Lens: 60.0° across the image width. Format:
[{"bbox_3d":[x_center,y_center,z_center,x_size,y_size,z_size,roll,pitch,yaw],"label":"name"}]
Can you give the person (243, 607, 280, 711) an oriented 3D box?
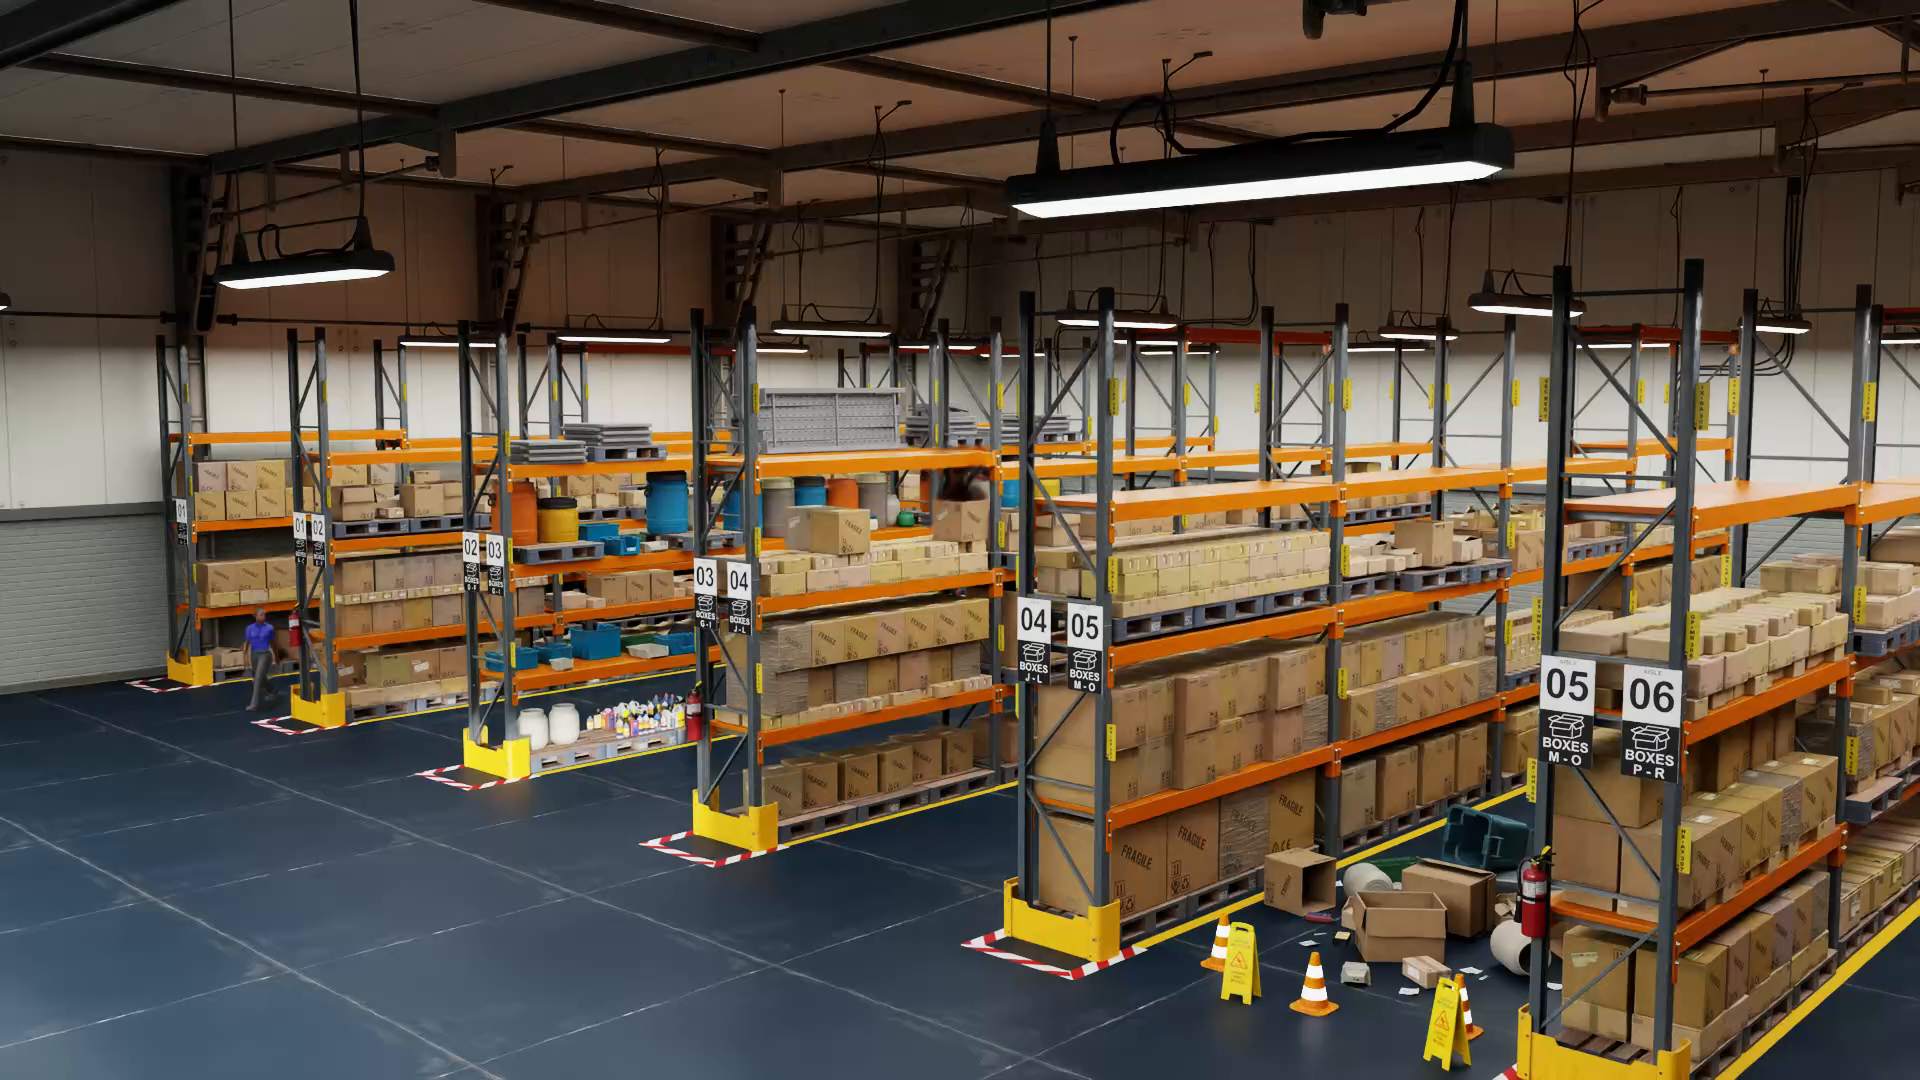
[{"bbox_3d":[-11.162,1.881,26.522,0.392,1.608,1.017,2,6,16],"label":"person"}]
